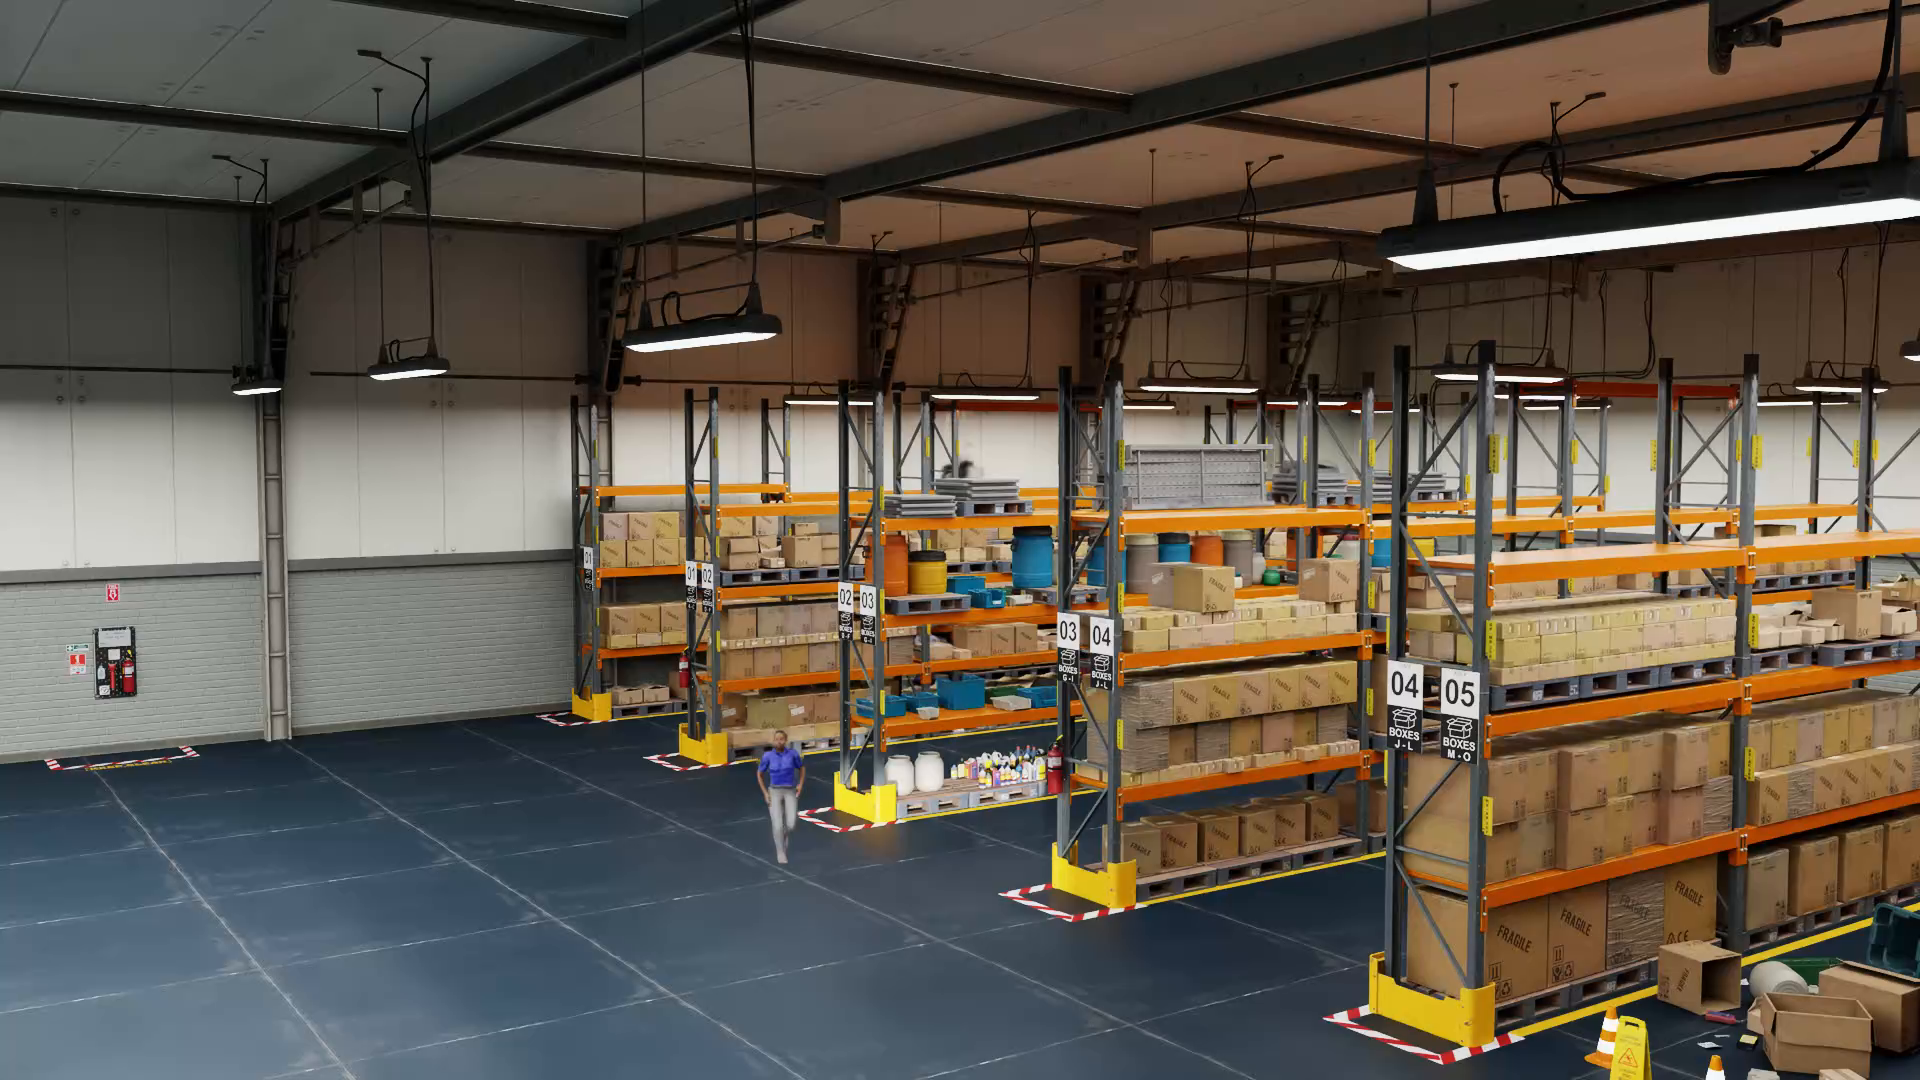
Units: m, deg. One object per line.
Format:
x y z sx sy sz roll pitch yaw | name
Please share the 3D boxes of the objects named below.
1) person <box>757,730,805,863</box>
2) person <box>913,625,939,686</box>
-2.182 3.143 20.408 0.607 1.628 0.509 -1 4 -14 | person
-0.707 2.430 32.132 0.711 1.704 0.613 -3 4 -37 | person
